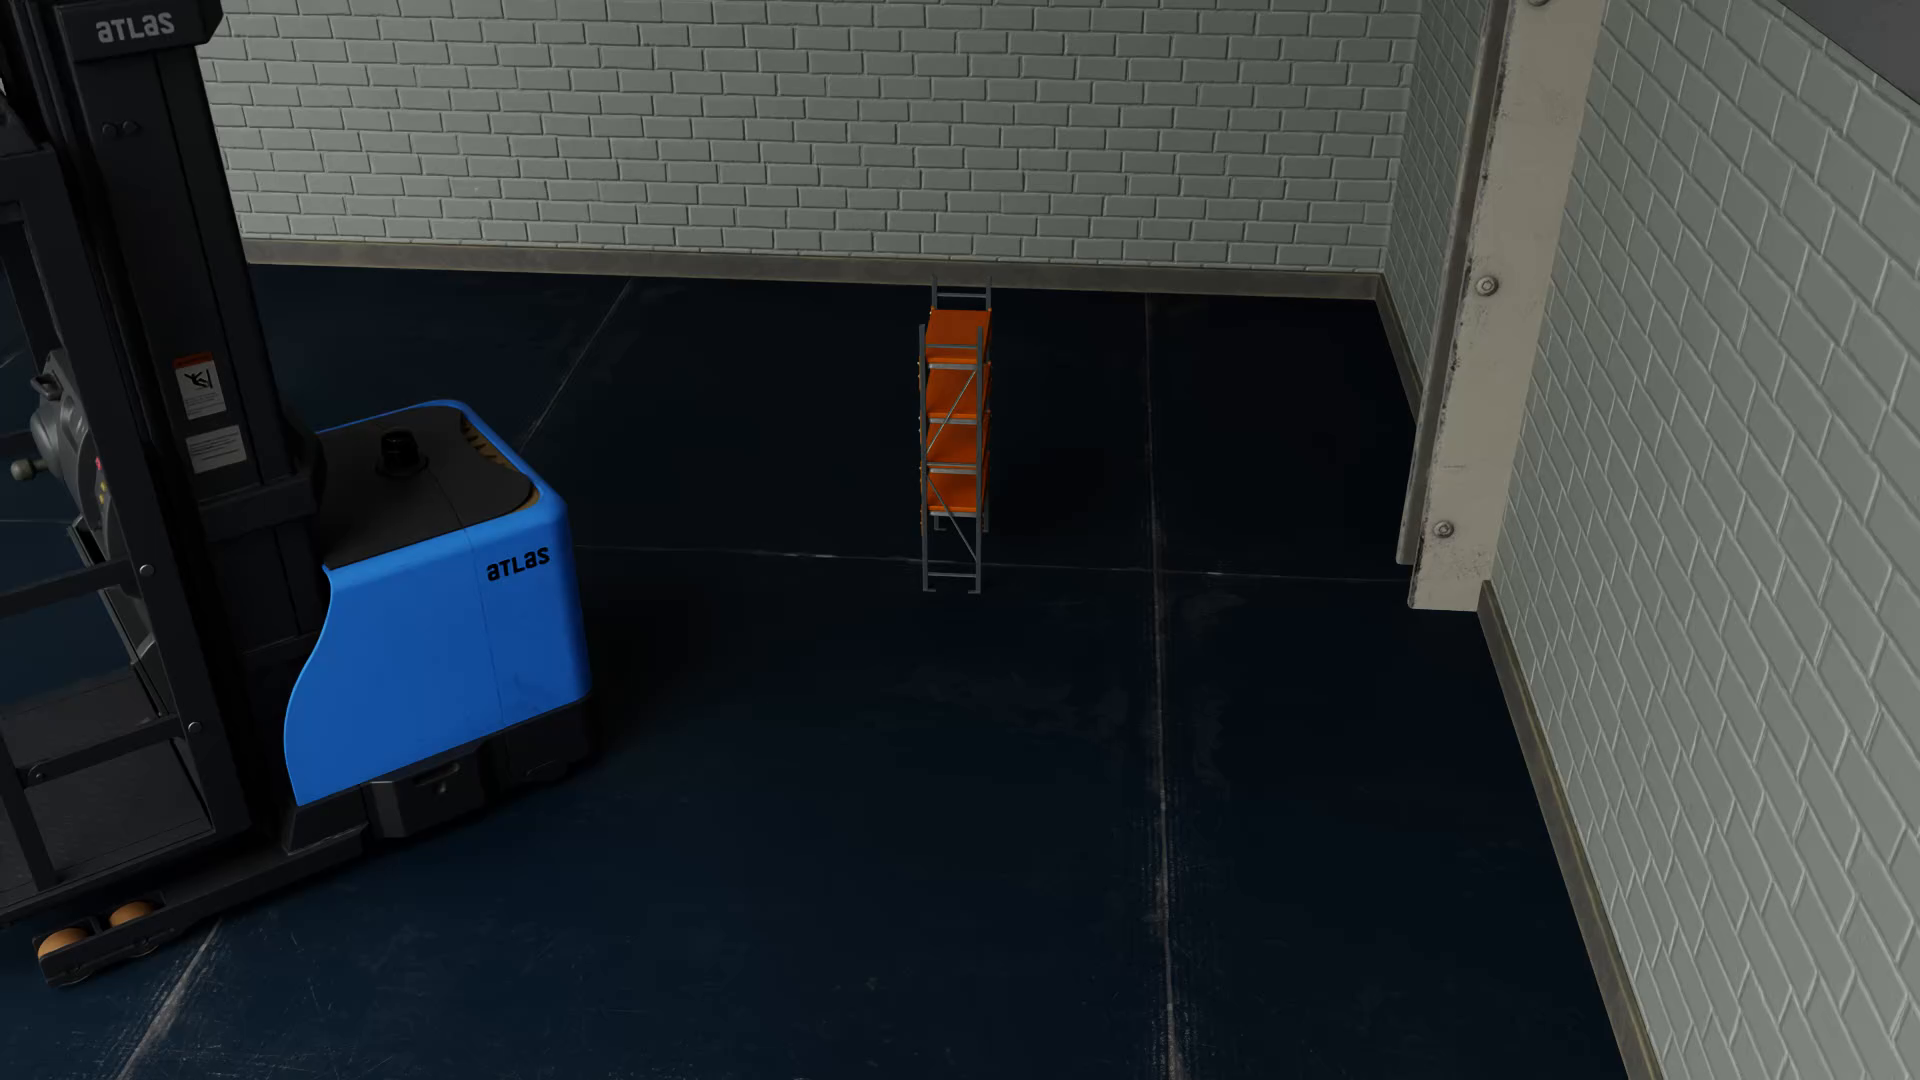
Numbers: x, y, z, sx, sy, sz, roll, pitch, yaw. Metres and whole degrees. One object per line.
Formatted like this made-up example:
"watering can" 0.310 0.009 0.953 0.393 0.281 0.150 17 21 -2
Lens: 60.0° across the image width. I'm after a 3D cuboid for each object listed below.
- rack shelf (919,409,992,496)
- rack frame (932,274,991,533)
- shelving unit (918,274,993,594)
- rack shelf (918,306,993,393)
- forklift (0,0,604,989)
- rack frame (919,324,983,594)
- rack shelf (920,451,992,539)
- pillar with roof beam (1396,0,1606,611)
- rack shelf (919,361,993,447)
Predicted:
"rack shelf" -0.013 -0.367 6.830 0.258 0.148 0.480 2 32 4
"rack frame" 0.006 -0.552 7.002 0.240 1.200 0.015 2 32 4
"shelving unit" -0.013 -0.424 6.795 0.258 1.200 0.503 2 32 4
"rack shelf" -0.013 -0.759 6.589 0.258 0.148 0.480 2 32 4
"forklift" -2.767 -0.214 4.803 3.031 2.935 1.130 -21 37 -30
"rack frame" -0.033 -0.297 6.588 0.240 1.200 0.015 2 32 4
"rack shelf" -0.013 -0.198 6.934 0.258 0.148 0.480 2 32 4
"pillar with roof beam" -2.285 -3.833 4.893 9.100 9.000 0.400 2 32 4
"rack shelf" -0.013 -0.557 6.713 0.258 0.148 0.480 2 32 4
